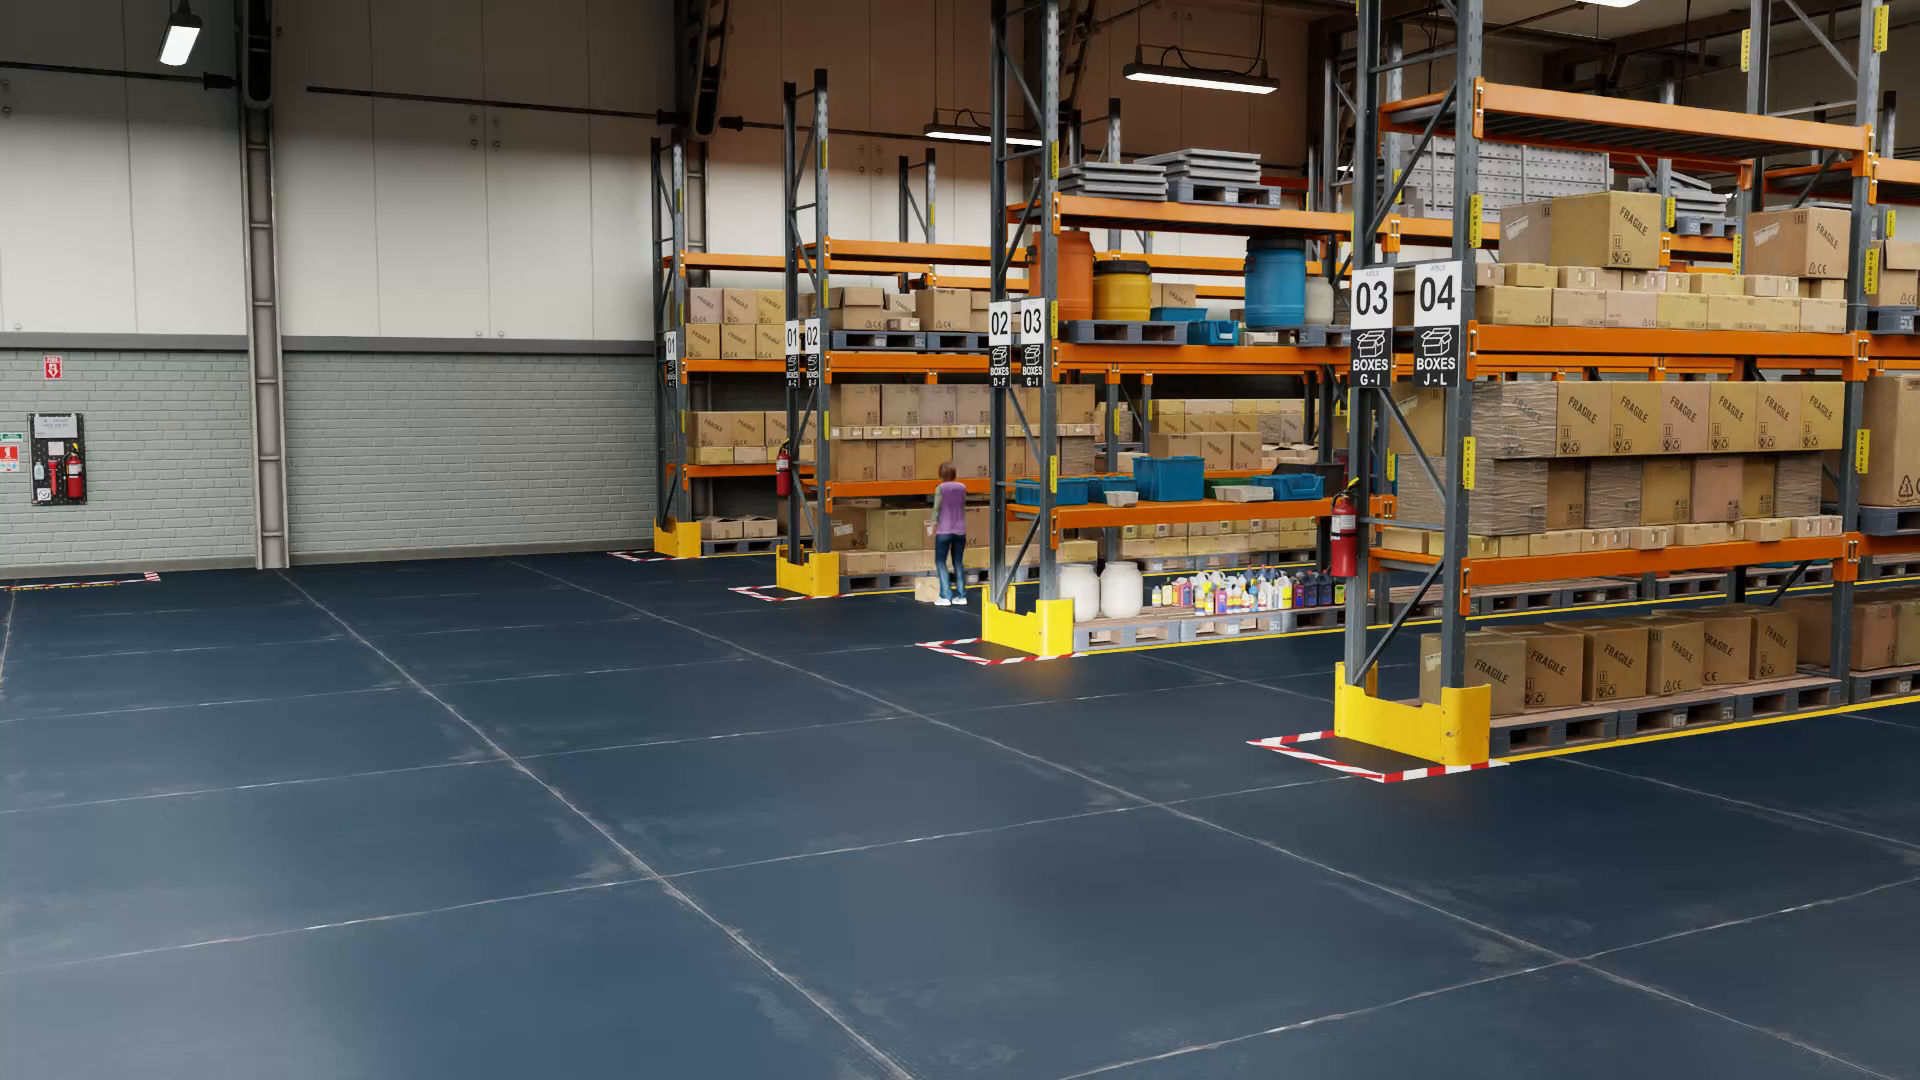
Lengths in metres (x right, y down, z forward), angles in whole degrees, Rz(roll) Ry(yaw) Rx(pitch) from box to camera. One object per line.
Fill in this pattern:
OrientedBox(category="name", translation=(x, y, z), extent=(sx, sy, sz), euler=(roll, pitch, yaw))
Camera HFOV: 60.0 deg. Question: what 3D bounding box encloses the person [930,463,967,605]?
OrientedBox(category="person", translation=(-0.124, -0.052, 18.413), extent=(0.412, 1.568, 0.316), euler=(-3, 6, -28))
